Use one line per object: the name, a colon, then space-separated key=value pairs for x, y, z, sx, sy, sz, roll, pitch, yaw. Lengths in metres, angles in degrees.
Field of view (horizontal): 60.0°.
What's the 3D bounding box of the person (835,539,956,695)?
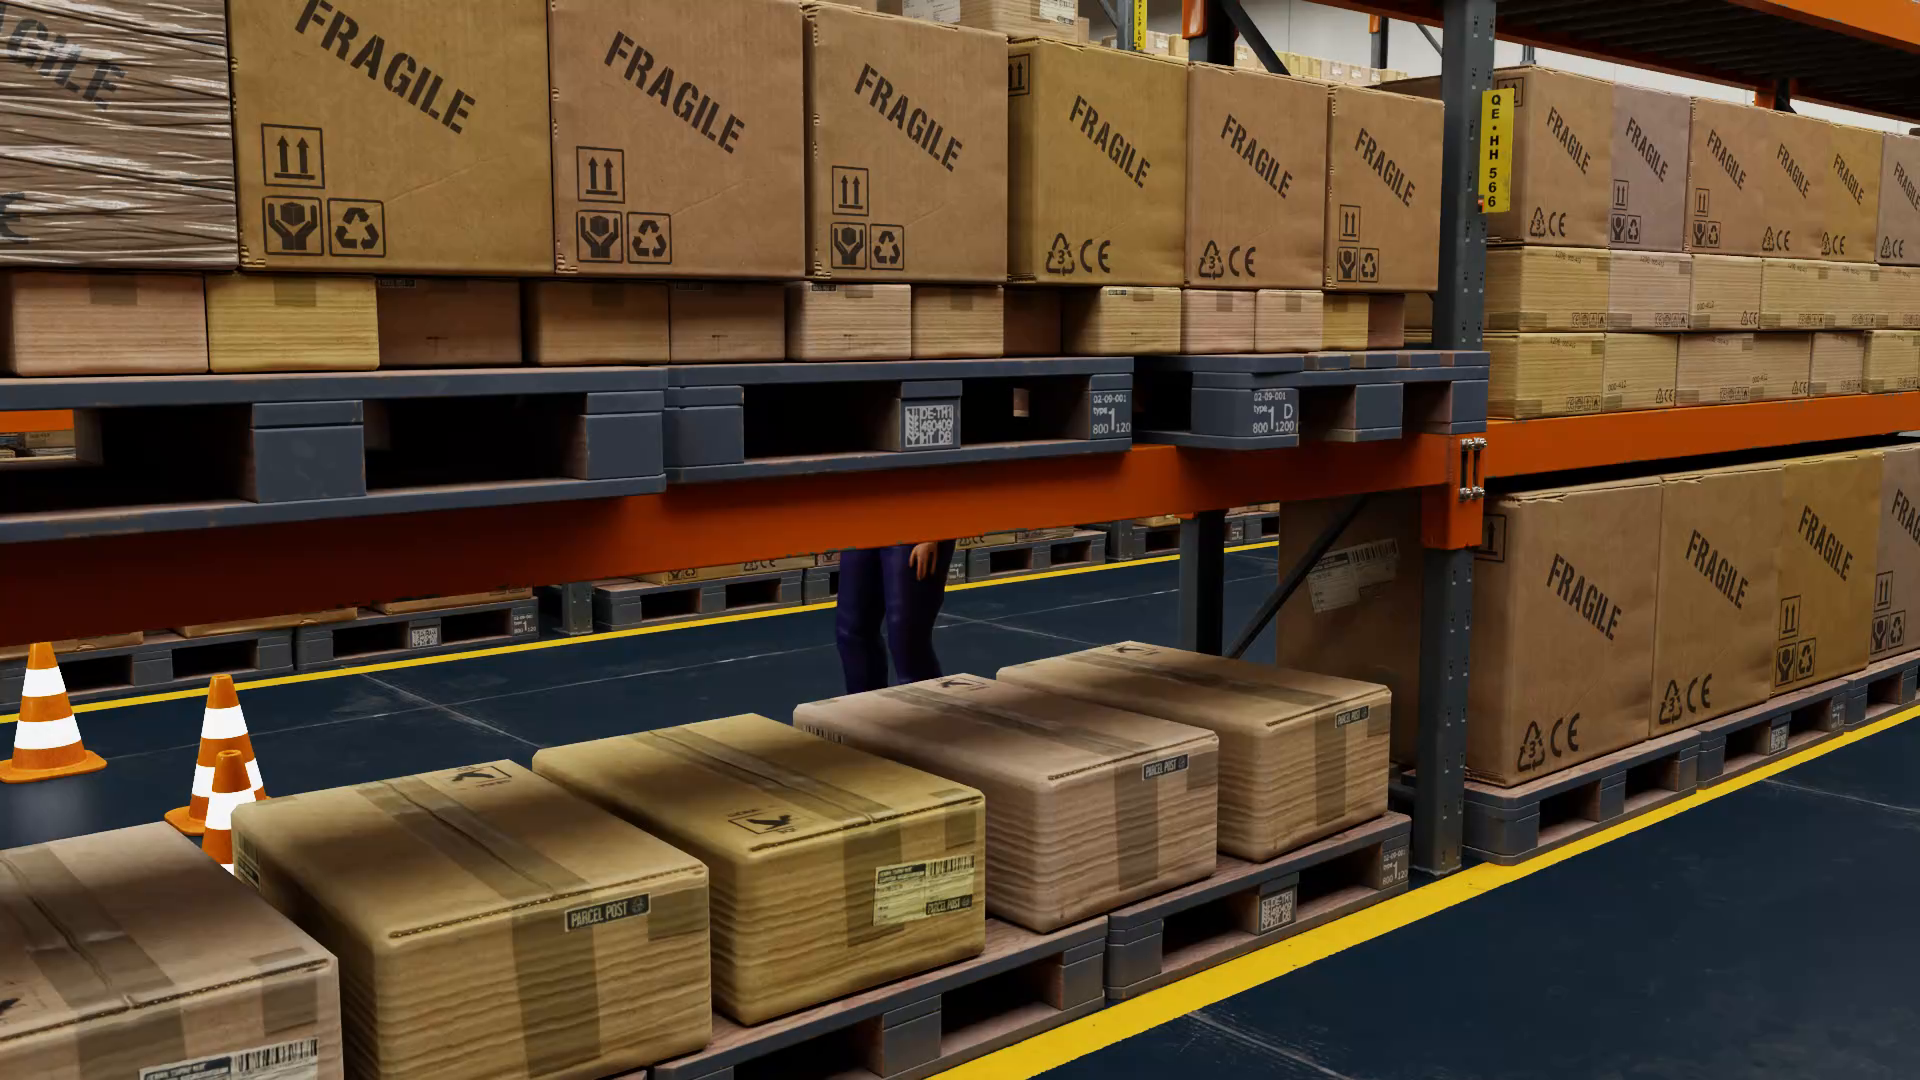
person: x=-0.244 y=-0.011 z=5.898 sx=0.372 sy=1.652 sz=0.543 roll=-7 pitch=10 yaw=-43
